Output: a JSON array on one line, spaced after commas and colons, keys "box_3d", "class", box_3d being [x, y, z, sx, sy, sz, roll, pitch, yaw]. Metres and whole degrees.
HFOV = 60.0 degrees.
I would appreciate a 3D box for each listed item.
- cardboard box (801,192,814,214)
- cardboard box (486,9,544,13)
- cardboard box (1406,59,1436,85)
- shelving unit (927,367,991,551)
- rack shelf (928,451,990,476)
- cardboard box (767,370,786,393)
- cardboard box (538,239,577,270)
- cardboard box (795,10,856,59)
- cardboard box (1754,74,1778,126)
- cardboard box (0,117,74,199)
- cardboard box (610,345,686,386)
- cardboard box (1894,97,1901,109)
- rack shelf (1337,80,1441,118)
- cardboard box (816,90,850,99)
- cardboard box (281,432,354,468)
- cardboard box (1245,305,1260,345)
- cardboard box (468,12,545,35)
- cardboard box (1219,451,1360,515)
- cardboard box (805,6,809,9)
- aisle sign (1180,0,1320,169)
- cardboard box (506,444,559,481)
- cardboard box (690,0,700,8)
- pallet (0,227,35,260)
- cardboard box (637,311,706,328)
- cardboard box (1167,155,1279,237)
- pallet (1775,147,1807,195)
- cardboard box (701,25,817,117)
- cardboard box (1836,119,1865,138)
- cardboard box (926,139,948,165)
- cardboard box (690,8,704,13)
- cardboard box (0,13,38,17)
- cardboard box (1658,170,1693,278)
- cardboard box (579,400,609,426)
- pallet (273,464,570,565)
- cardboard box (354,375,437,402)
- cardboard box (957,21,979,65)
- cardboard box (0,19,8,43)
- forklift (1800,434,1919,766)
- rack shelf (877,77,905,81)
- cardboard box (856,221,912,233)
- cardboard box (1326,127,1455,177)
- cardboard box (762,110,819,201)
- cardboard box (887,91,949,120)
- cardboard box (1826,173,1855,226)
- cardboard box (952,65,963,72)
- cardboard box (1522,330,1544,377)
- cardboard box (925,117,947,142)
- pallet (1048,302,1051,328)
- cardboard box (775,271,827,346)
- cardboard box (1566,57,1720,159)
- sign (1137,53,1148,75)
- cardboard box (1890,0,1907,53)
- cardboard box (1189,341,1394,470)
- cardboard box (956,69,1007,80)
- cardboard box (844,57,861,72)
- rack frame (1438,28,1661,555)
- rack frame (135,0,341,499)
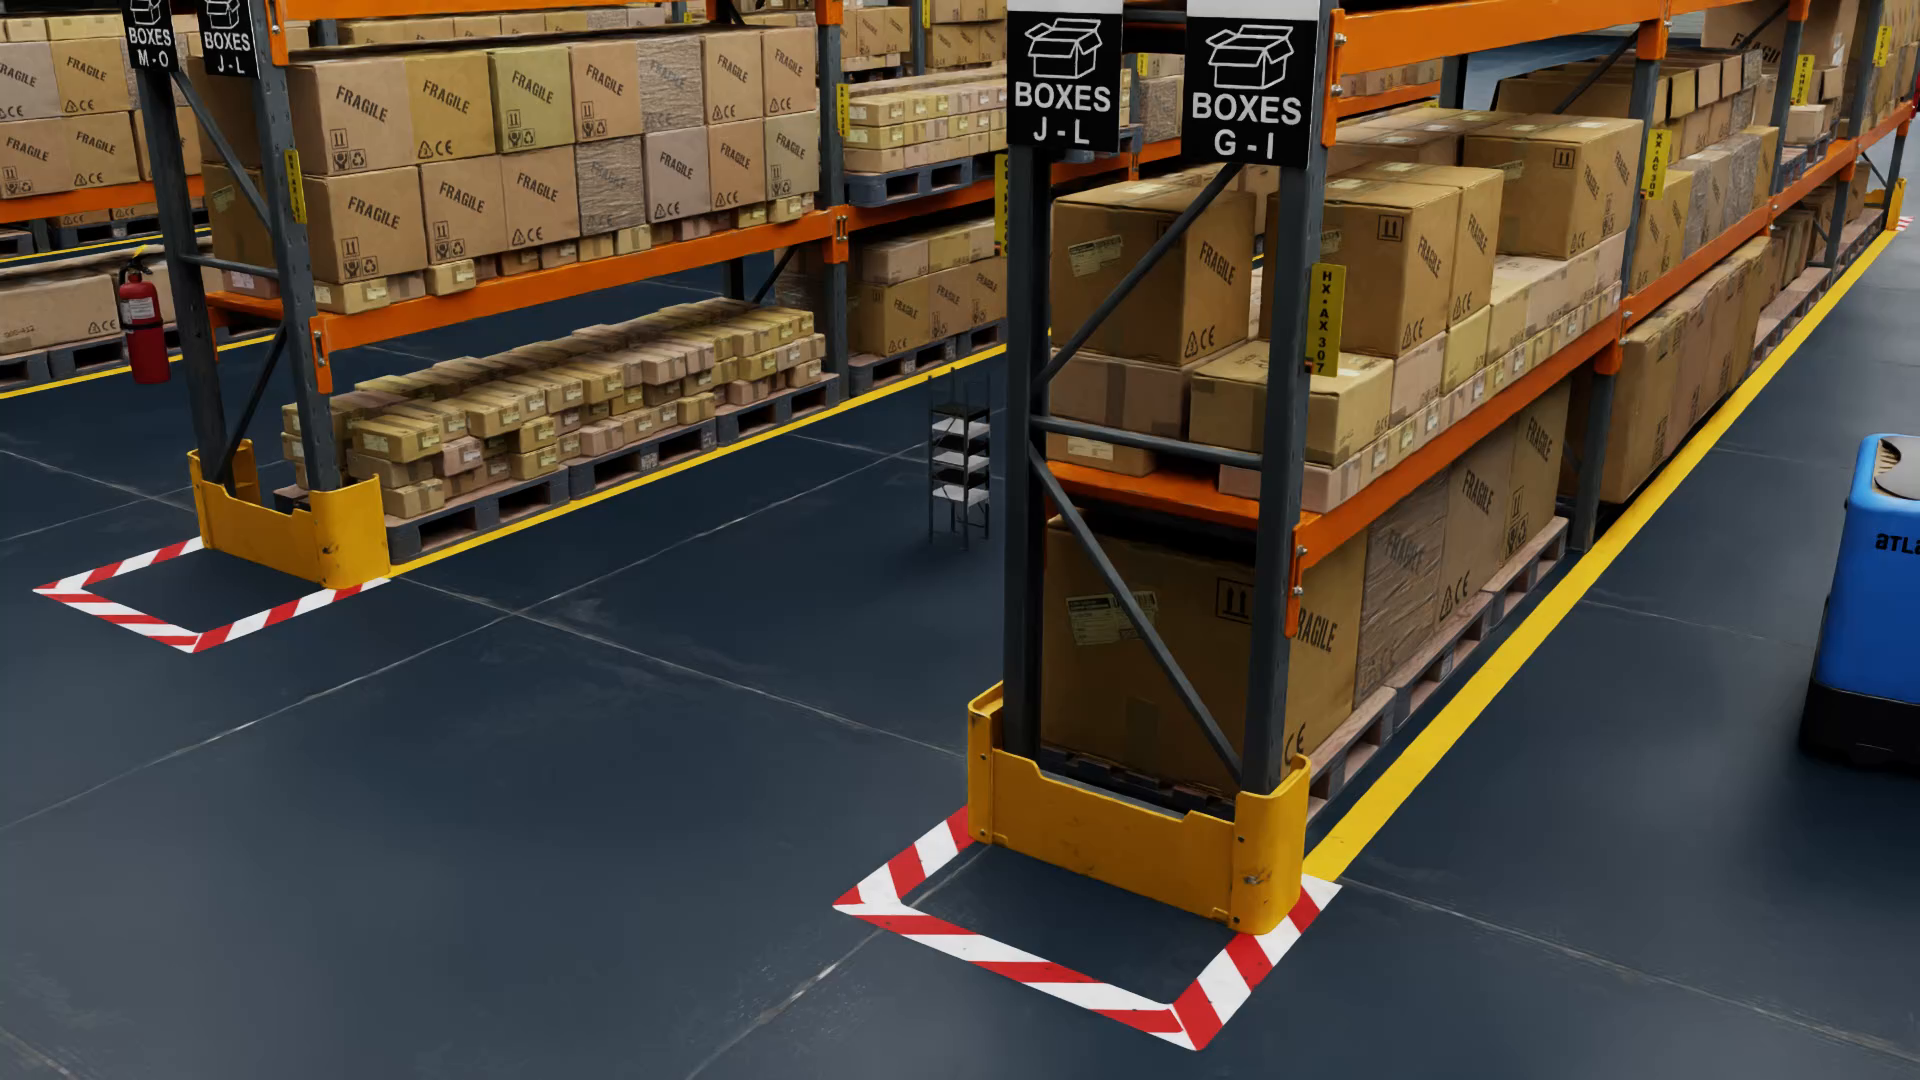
[{"box_3d": [-1.169, -2.197, 10.744, 0.380, 0.149, 0.250, 13, 24, 31], "class": "cardboard box"}, {"box_3d": [-4.158, -4.659, 15.452, 0.500, 0.500, 0.500, 14, 25, 33], "class": "cardboard box"}, {"box_3d": [5.082, -5.679, 19.578, 0.875, 0.550, 0.550, 13, 24, 32], "class": "cardboard box"}, {"box_3d": [-0.005, -0.420, 8.603, 0.258, 0.900, 0.210, 13, 24, 32], "class": "shelving unit"}, {"box_3d": [-0.005, -0.388, 8.614, 0.258, 0.077, 0.200, 13, 24, 32], "class": "rack shelf"}, {"box_3d": [-1.356, -1.065, 10.826, 0.380, 0.149, 0.250, 14, 25, 33], "class": "cardboard box"}, {"box_3d": [-2.326, -1.594, 9.112, 0.380, 0.149, 0.250, 13, 24, 31], "class": "cardboard box"}, {"box_3d": [-1.498, -5.591, 18.379, 0.500, 0.500, 0.500, 14, 25, 34], "class": "cardboard box"}, {"box_3d": [5.594, -3.180, 12.290, 0.700, 0.500, 0.500, 18, 27, 40], "class": "cardboard box"}, {"box_3d": [-6.532, -2.653, 11.470, 0.500, 0.500, 0.500, 13, 24, 32], "class": "cardboard box"}, {"box_3d": [-1.859, -1.040, 9.900, 0.380, 0.149, 0.250, 12, 24, 30], "class": "cardboard box"}, {"box_3d": [9.361, -4.496, 16.959, 0.380, 0.149, 0.250, 13, 24, 32], "class": "cardboard box"}, {"box_3d": [4.420, -4.975, 18.927, 1.077, 0.370, 4.000, 13, 24, 32], "class": "rack shelf"}, {"box_3d": [-0.987, -3.031, 11.536, 0.380, 0.149, 0.250, 12, 24, 30], "class": "cardboard box"}, {"box_3d": [-3.390, -0.502, 8.873, 0.380, 0.149, 0.250, 13, 24, 30], "class": "cardboard box"}, {"box_3d": [0.934, -0.704, 6.132, 0.500, 0.250, 0.500, 13, 24, 31], "class": "cardboard box"}, {"box_3d": [-4.035, -4.410, 14.777, 0.500, 0.500, 0.500, 13, 24, 31], "class": "cardboard box"}, {"box_3d": [1.067, -0.219, 5.394, 0.380, 0.149, 0.250, 14, 24, 32], "class": "cardboard box"}, {"box_3d": [-1.637, -5.835, 19.039, 0.500, 0.500, 0.500, 13, 24, 32], "class": "cardboard box"}, {"box_3d": [0.803, -1.439, 4.584, 0.394, 0.787, 0.004, 13, 24, 32], "class": "aisle sign"}, {"box_3d": [-2.443, -0.459, 9.185, 0.380, 0.149, 0.250, 14, 24, 32], "class": "cardboard box"}, {"box_3d": [-3.879, -7.551, 23.347, 0.380, 0.149, 0.250, 13, 24, 32], "class": "cardboard box"}, {"box_3d": [-9.847, -2.841, 16.142, 1.003, 0.211, 1.213, 13, 24, 32], "class": "pallet"}, {"box_3d": [-1.872, -1.374, 10.801, 0.380, 0.149, 0.250, 13, 24, 31], "class": "cardboard box"}, {"box_3d": [2.475, -3.408, 16.293, 1.050, 0.750, 0.750, 13, 24, 32], "class": "cardboard box"}, {"box_3d": [5.405, -2.729, 12.097, 1.213, 0.211, 1.003, 13, 24, 32], "class": "pallet"}, {"box_3d": [-1.242, -2.911, 10.296, 0.500, 0.500, 0.500, 12, 24, 30], "class": "cardboard box"}, {"box_3d": [7.710, -3.627, 14.609, 0.380, 0.149, 0.250, 13, 24, 32], "class": "cardboard box"}, {"box_3d": [-0.305, -2.697, 11.489, 0.380, 0.149, 0.250, 13, 24, 32], "class": "cardboard box"}, {"box_3d": [-3.822, -7.394, 23.353, 0.380, 0.149, 0.250, 12, 24, 30], "class": "cardboard box"}, {"box_3d": [-6.730, -3.642, 11.767, 0.380, 0.149, 0.250, 14, 25, 34], "class": "cardboard box"}, {"box_3d": [3.591, -1.721, 8.950, 0.500, 0.500, 0.500, 13, 24, 32], "class": "cardboard box"}, {"box_3d": [-2.256, -0.783, 9.633, 0.380, 0.149, 0.250, 15, 25, 35], "class": "cardboard box"}, {"box_3d": [-2.922, -0.235, 9.097, 1.003, 0.211, 1.213, 13, 24, 32], "class": "pallet"}, {"box_3d": [-3.133, -0.795, 9.238, 0.380, 0.149, 0.250, 13, 24, 31], "class": "cardboard box"}, {"box_3d": [-0.114, -6.081, 20.309, 0.500, 0.500, 0.500, 13, 24, 32], "class": "cardboard box"}, {"box_3d": [-6.606, -3.405, 11.127, 0.380, 0.149, 0.250, 14, 24, 32], "class": "cardboard box"}, {"box_3d": [4.828, -0.427, 5.696, 3.031, 2.935, 1.130, 11, 23, 27], "class": "forklift"}, {"box_3d": [0.269, -5.911, 21.458, 1.077, 0.370, 4.000, 13, 24, 32], "class": "rack shelf"}, {"box_3d": [-0.692, -2.227, 12.379, 0.500, 0.250, 0.500, 15, 25, 34], "class": "cardboard box"}, {"box_3d": [1.791, -1.490, 7.175, 0.500, 0.500, 0.500, 12, 24, 30], "class": "cardboard box"}, {"box_3d": [-1.240, -2.435, 10.452, 0.500, 0.500, 0.500, 13, 24, 32], "class": "cardboard box"}, {"box_3d": [-0.302, -2.979, 11.393, 0.380, 0.149, 0.250, 14, 24, 32], "class": "cardboard box"}, {"box_3d": [8.549, -3.384, 16.588, 0.500, 0.500, 0.500, 16, 26, 37], "class": "cardboard box"}, {"box_3d": [-0.190, -5.749, 20.346, 0.380, 0.149, 0.250, 13, 24, 32], "class": "cardboard box"}, {"box_3d": [2.221, -0.809, 6.989, 0.380, 0.149, 0.250, 13, 24, 31], "class": "cardboard box"}, {"box_3d": [-0.311, -2.834, 11.430, 0.380, 0.149, 0.250, 14, 24, 33], "class": "cardboard box"}, {"box_3d": [0.606, -2.059, 14.026, 1.003, 0.211, 1.213, 13, 24, 32], "class": "pallet"}, {"box_3d": [-0.994, -1.729, 12.113, 0.500, 0.500, 0.500, 13, 24, 31], "class": "cardboard box"}, {"box_3d": [3.928, -2.525, 9.677, 0.797, 0.503, 0.637, 14, 25, 34], "class": "cardboard box"}, {"box_3d": [1.501, -3.993, 13.682, 0.100, 0.325, 0.005, 13, 24, 32], "class": "sign"}, {"box_3d": [8.365, -4.764, 15.306, 0.500, 0.500, 0.500, 13, 24, 32], "class": "cardboard box"}, {"box_3d": [1.088, -0.453, 5.454, 0.500, 0.250, 0.500, 13, 24, 30], "class": "cardboard box"}, {"box_3d": [0.187, -3.631, 13.156, 0.380, 0.149, 0.250, 12, 24, 30], "class": "cardboard box"}, {"box_3d": [-1.335, -5.325, 18.595, 0.380, 0.149, 0.250, 14, 24, 32], "class": "cardboard box"}, {"box_3d": [2.844, -1.447, 8.352, 1.000, 3.000, 0.127, 13, 24, 32], "class": "rack frame"}, {"box_3d": [-3.450, -1.295, 7.943, 1.000, 3.000, 0.127, 13, 24, 32], "class": "rack frame"}]
